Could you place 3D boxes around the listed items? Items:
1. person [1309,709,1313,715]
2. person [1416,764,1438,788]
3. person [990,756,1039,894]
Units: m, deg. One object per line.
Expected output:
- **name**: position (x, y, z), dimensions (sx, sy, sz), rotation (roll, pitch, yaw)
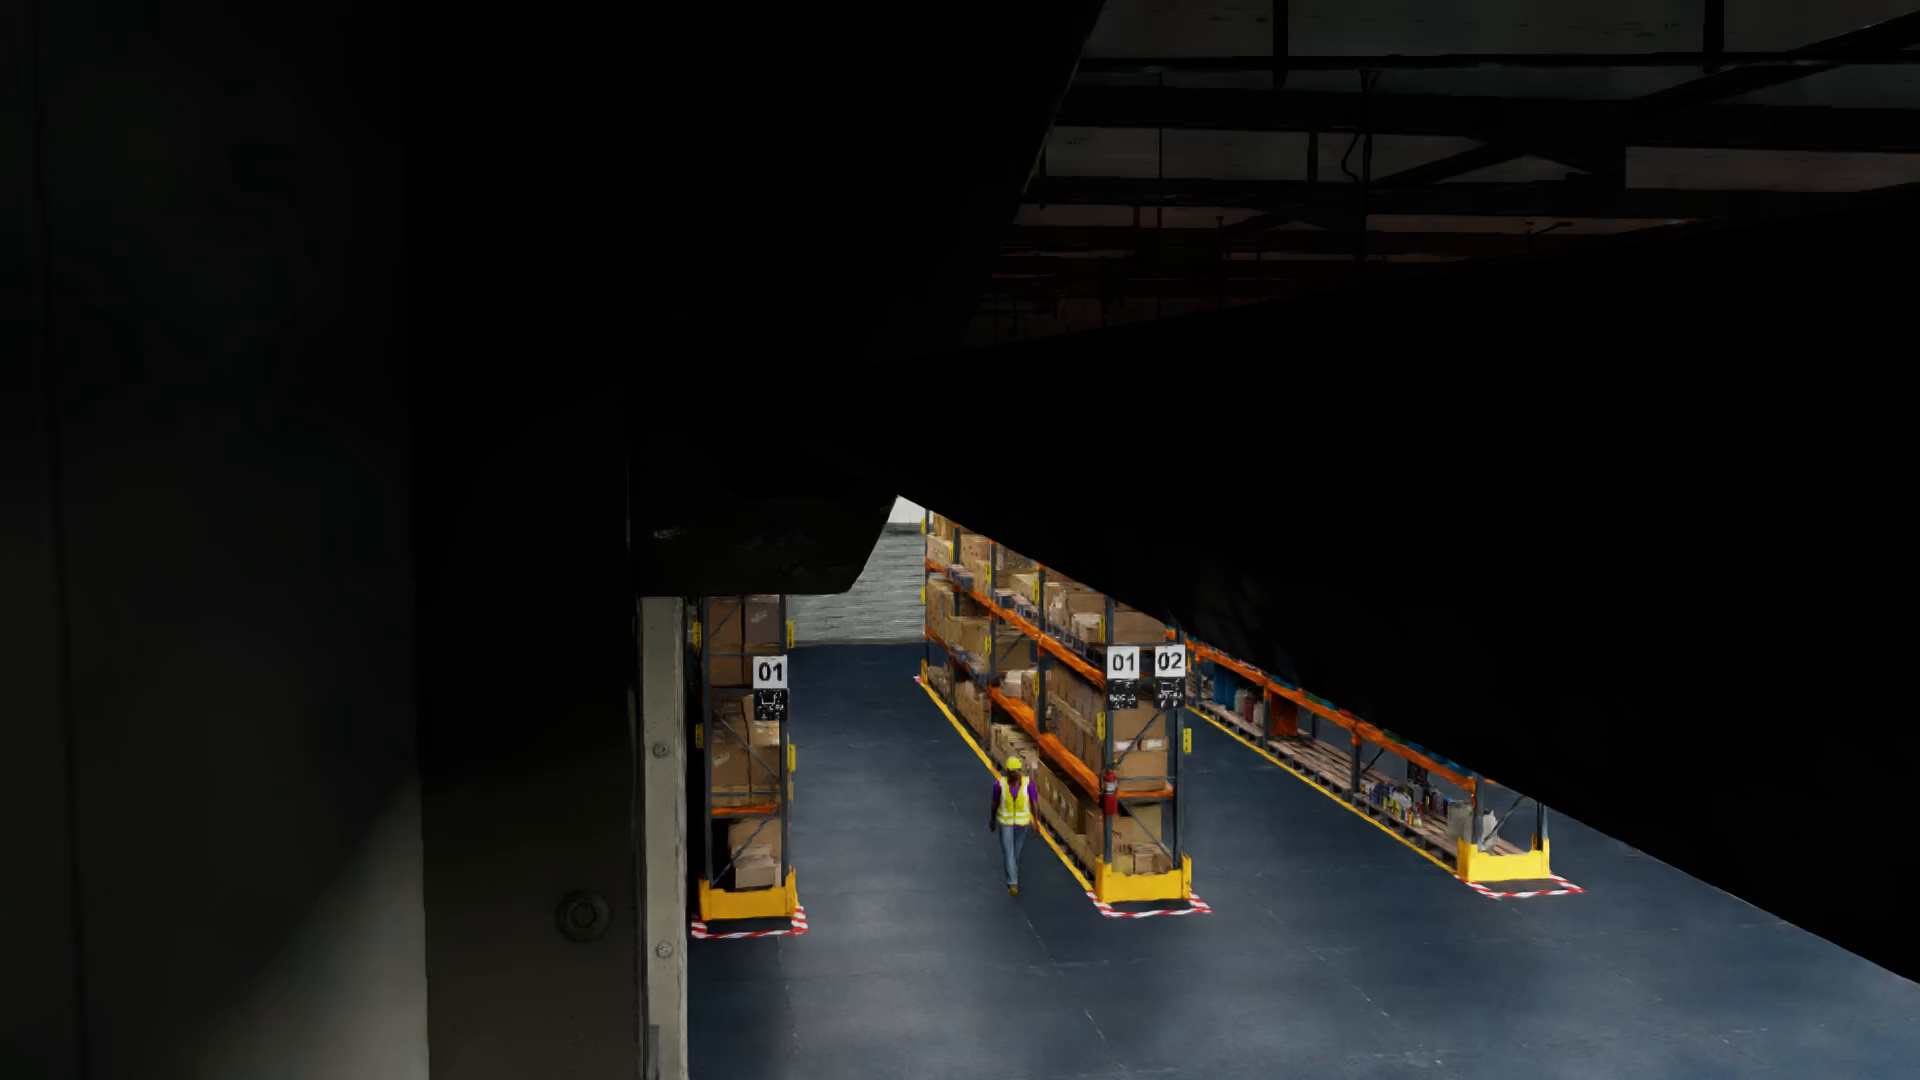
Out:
- **person**: position (6.815, 2.664, 32.933), dimensions (0.417, 1.517, 1.037), rotation (-1, 5, -7)
- **person**: position (7.469, 3.099, 26.774), dimensions (0.463, 1.731, 0.598), rotation (-3, 6, -32)
- **person**: position (0.710, 3.606, 21.262), dimensions (0.591, 1.716, 1.041), rotation (-1, 5, -9)
